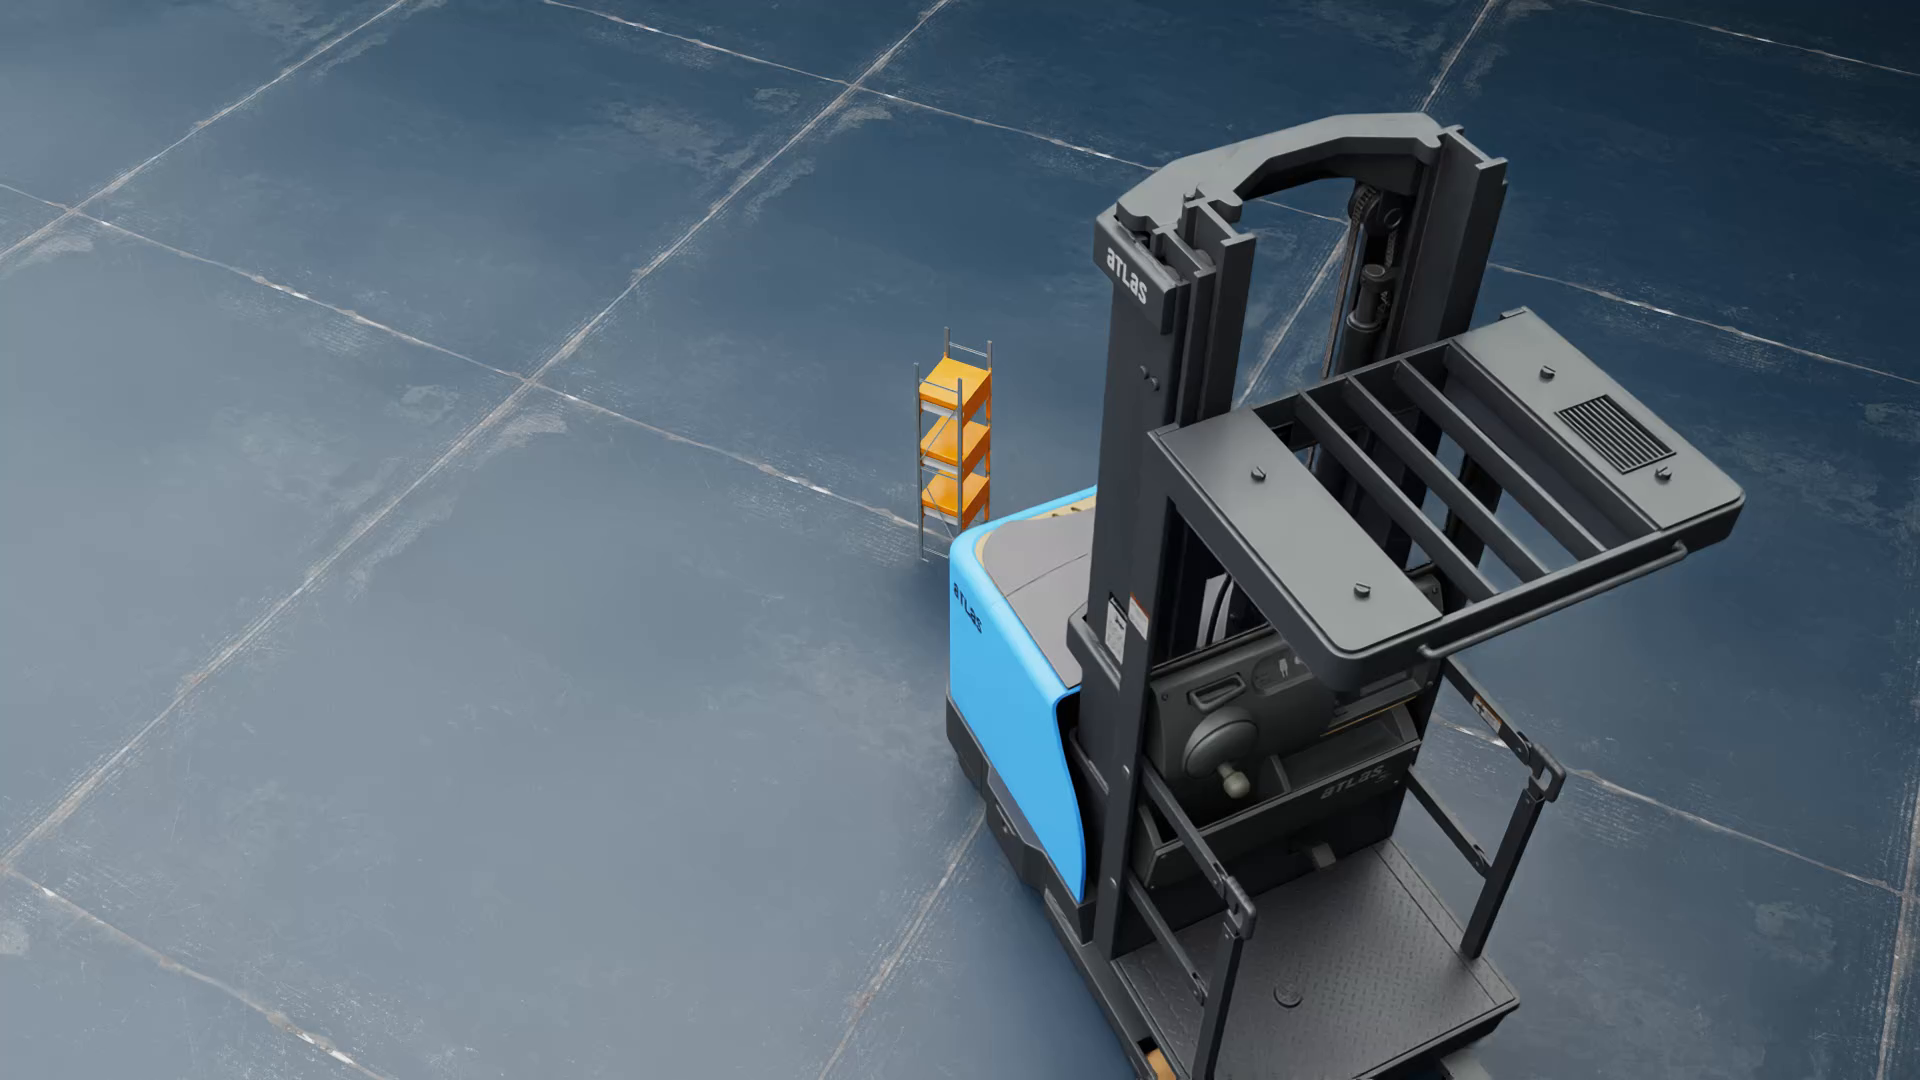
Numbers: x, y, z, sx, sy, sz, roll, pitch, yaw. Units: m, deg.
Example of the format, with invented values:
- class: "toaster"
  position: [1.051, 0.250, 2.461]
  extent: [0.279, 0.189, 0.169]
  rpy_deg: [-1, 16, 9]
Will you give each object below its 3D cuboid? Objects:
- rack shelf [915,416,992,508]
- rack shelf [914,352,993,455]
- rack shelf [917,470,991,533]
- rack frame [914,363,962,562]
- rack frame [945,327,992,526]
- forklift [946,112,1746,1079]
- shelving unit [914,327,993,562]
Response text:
- class: "rack shelf"
  position: [-0.025, -0.328, 6.631]
  extent: [0.215, 0.259, 0.240]
  rpy_deg: [20, 49, 19]
- class: "rack shelf"
  position: [-0.025, -0.527, 6.429]
  extent: [0.215, 0.259, 0.240]
  rpy_deg: [20, 49, 19]
- class: "rack shelf"
  position: [-0.025, -0.133, 6.828]
  extent: [0.215, 0.259, 0.240]
  rpy_deg: [20, 49, 19]
- class: "rack frame"
  position: [-0.081, -0.258, 6.547]
  extent: [0.200, 1.050, 0.008]
  rpy_deg: [20, 49, 19]
- class: "rack frame"
  position: [0.032, -0.412, 6.699]
  extent: [0.200, 1.050, 0.008]
  rpy_deg: [20, 49, 19]
- class: "forklift"
  position: [1.045, 0.504, 4.471]
  extent: [1.130, 2.935, 3.031]
  rpy_deg: [-19, 48, -18]
- class: "shelving unit"
  position: [-0.025, -0.335, 6.623]
  extent: [0.215, 1.050, 0.252]
  rpy_deg: [20, 49, 19]
